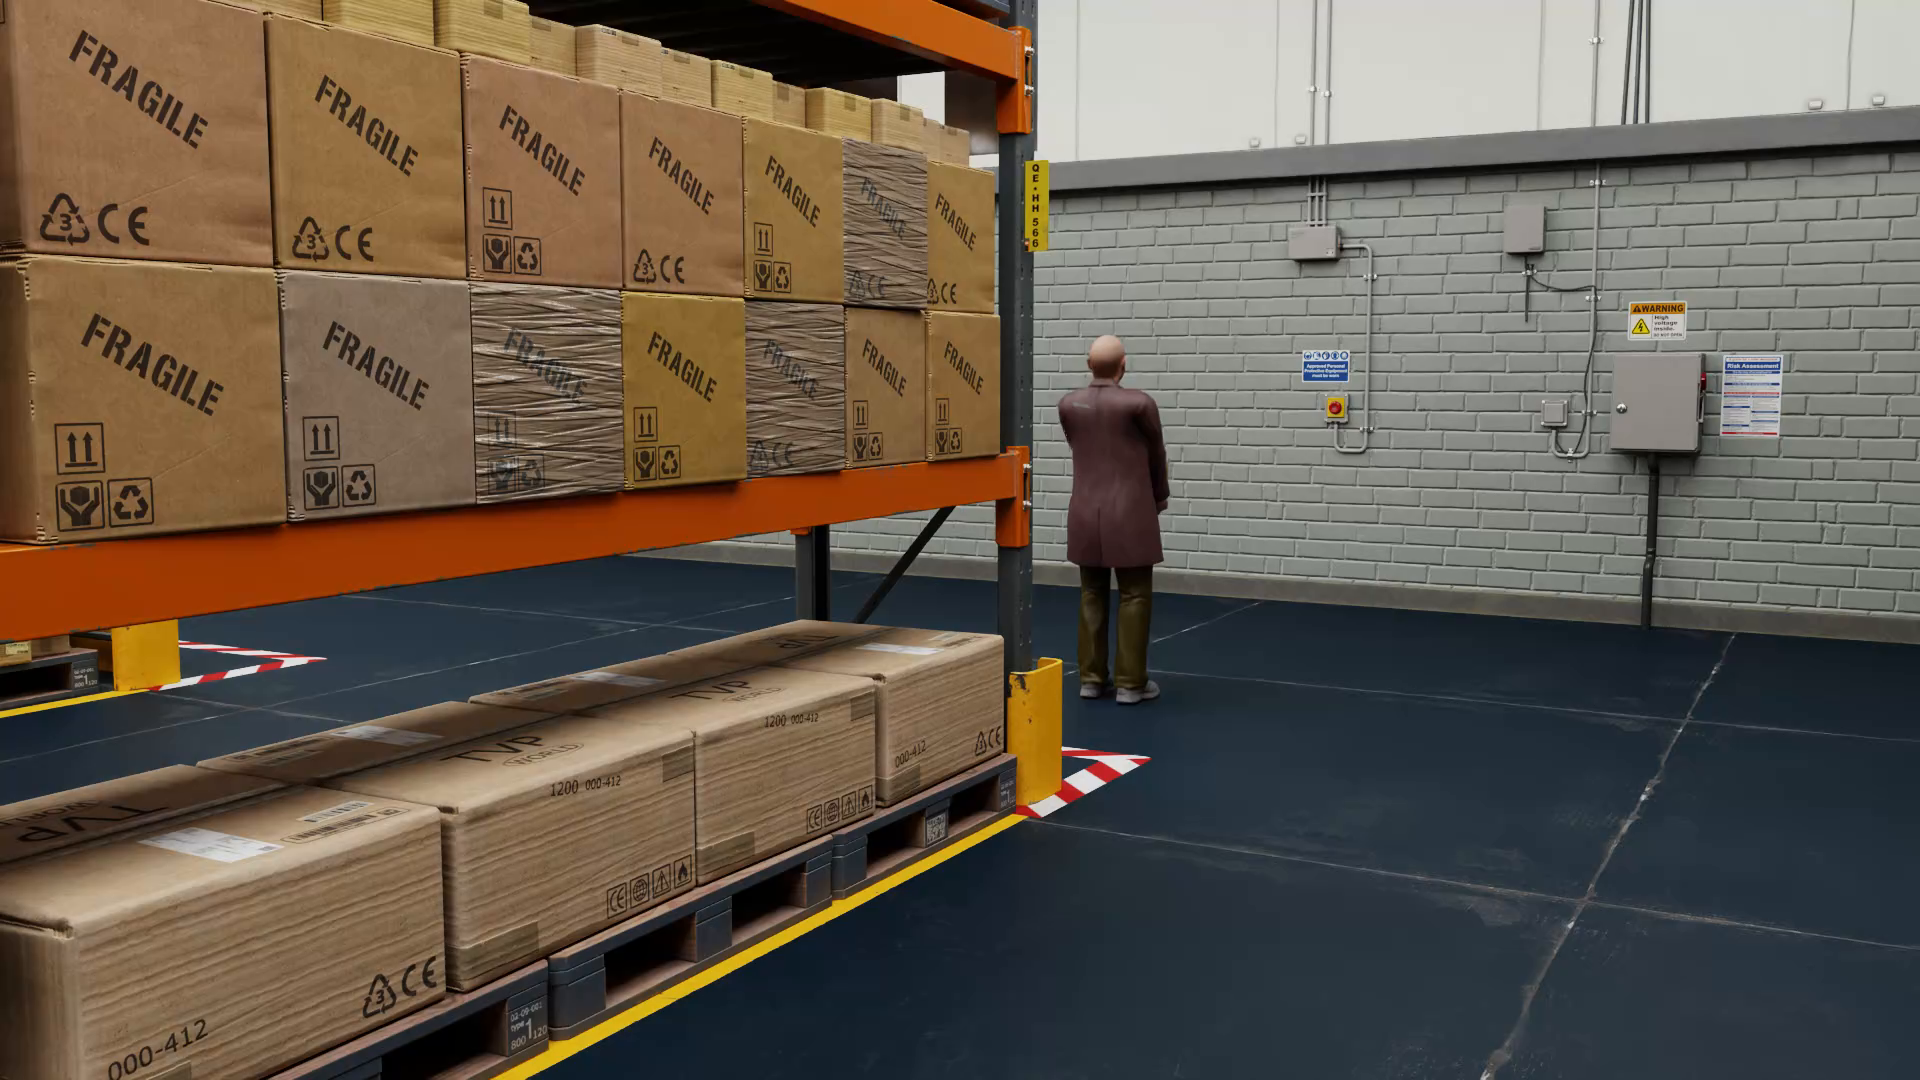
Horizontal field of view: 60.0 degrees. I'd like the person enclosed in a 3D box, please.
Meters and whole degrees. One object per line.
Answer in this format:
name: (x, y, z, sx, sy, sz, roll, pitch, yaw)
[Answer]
person: (0.786, -0.105, 8.191, 0.524, 1.764, 0.545, 3, 7, 28)
